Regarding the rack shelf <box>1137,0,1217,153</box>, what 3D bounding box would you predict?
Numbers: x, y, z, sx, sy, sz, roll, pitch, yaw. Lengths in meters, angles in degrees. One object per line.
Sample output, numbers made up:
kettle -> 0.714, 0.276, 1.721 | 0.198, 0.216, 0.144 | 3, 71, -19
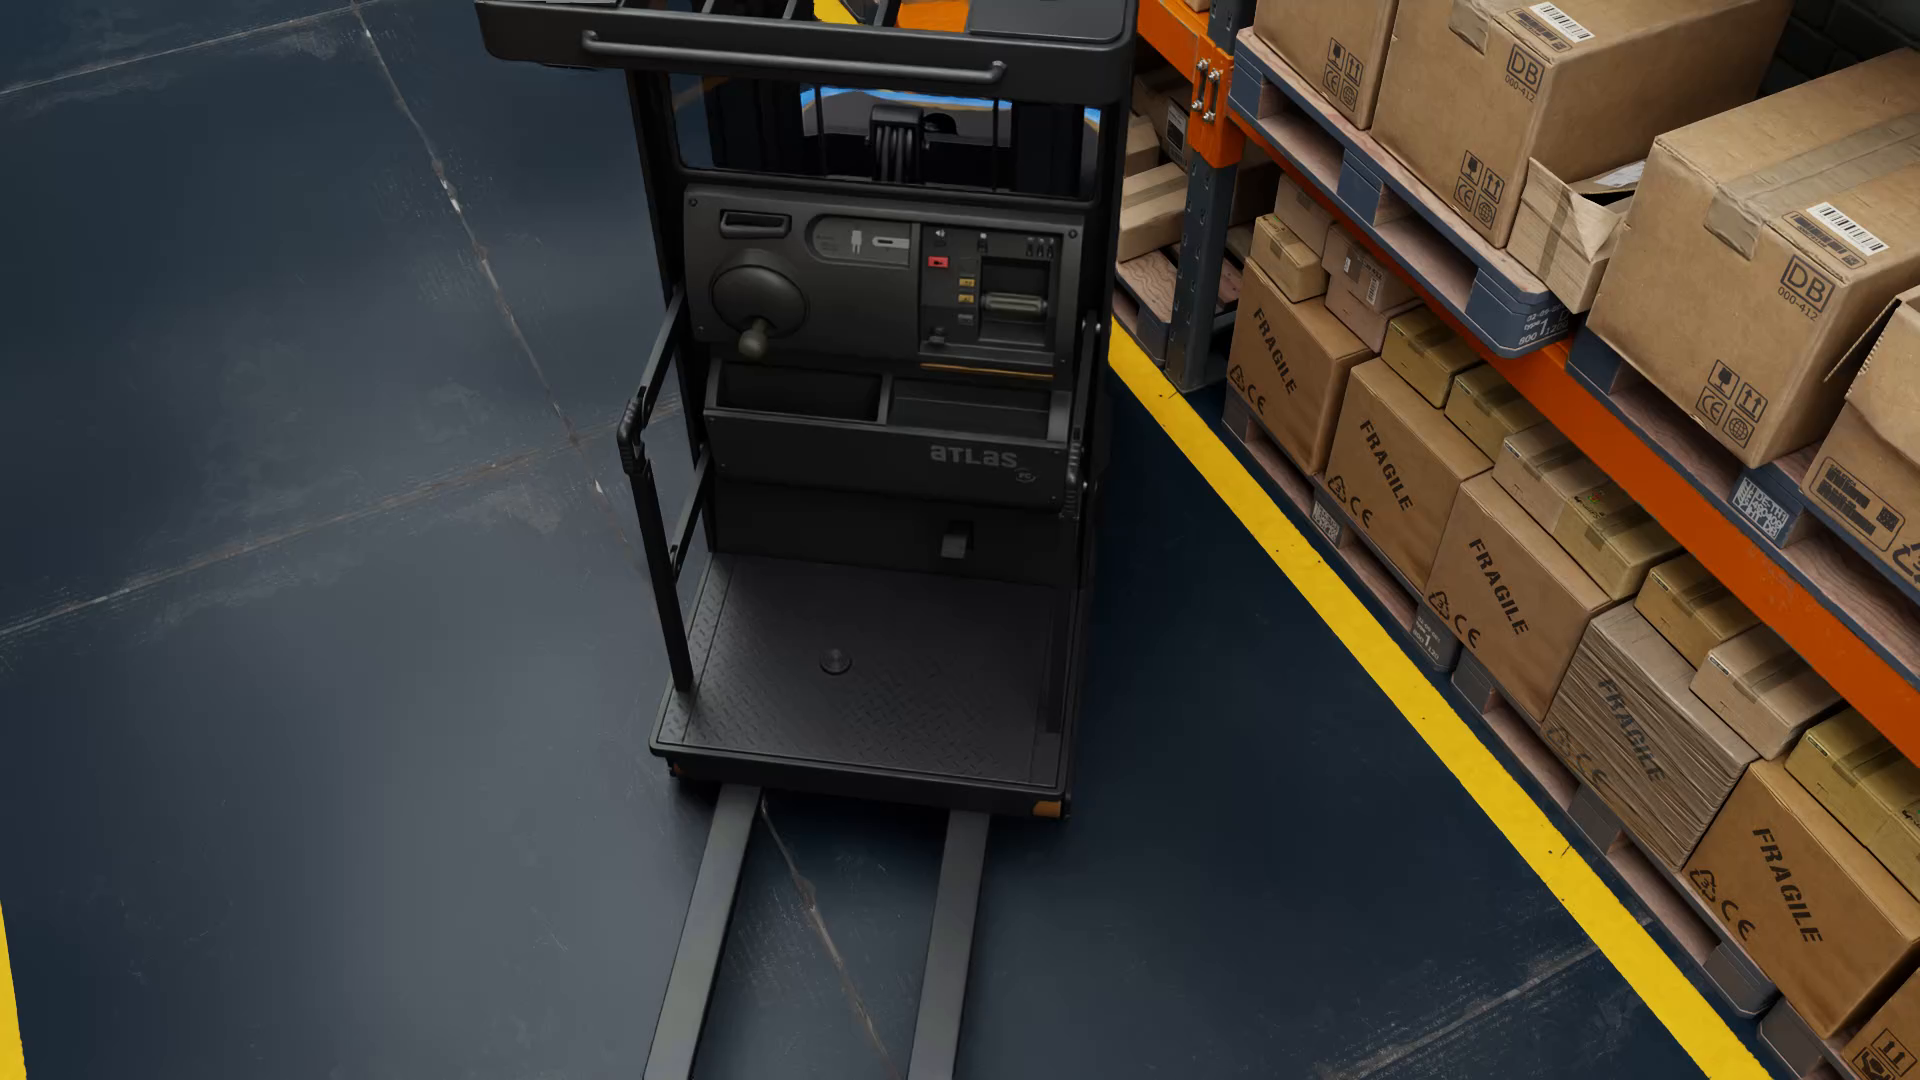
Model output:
rack shelf -> 0.260, -2.793, 6.178 | 1.077, 0.370, 4.000 | -21, 52, -18

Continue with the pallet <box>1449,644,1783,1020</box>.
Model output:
pallet -> 2.144, 0.576, 4.606 | 1.003, 0.211, 1.213 | -21, 52, -18

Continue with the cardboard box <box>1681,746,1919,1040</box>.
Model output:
cardboard box -> 2.160, 0.774, 3.962 | 0.500, 0.500, 0.500 | -19, 52, -16

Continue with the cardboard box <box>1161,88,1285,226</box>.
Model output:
cardboard box -> 1.083, -1.468, 6.048 | 0.500, 0.311, 0.500 | -19, 52, -16

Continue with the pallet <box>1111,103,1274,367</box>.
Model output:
pallet -> 0.862, -1.233, 6.189 | 1.003, 0.211, 1.213 | -21, 52, -18

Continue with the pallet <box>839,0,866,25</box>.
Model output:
pallet -> -0.254, -2.866, 7.617 | 1.003, 0.211, 1.213 | -21, 52, -18

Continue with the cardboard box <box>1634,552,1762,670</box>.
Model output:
cardboard box -> 1.906, 0.134, 4.090 | 0.380, 0.149, 0.250 | -21, 52, -17

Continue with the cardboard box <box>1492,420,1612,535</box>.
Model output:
cardboard box -> 1.645, -0.203, 4.386 | 0.380, 0.149, 0.250 | -21, 52, -18

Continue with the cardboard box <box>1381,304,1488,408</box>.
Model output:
cardboard box -> 1.426, -0.562, 4.699 | 0.380, 0.149, 0.250 | -24, 53, -19

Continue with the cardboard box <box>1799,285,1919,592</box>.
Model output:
cardboard box -> 2.095, -0.215, 3.098 | 0.797, 0.503, 0.637 | -22, 52, -18

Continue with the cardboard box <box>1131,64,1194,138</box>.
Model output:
cardboard box -> 0.885, -1.705, 6.363 | 0.380, 0.149, 0.250 | -22, 52, -18

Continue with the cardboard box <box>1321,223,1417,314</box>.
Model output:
cardboard box -> 1.265, -0.829, 4.735 | 0.380, 0.149, 0.250 | -24, 53, -19

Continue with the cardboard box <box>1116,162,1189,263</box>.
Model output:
cardboard box -> 0.660, -1.163, 5.889 | 0.380, 0.149, 0.250 | -23, 53, -19

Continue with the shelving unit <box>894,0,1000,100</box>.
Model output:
shelving unit -> -0.050, -1.275, 5.568 | 0.258, 1.200, 0.503 | -10, 50, -8

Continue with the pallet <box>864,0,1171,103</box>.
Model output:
pallet -> 0.300, -2.051, 6.904 | 1.003, 0.211, 1.213 | -21, 52, -18

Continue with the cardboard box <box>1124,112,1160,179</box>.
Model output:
cardboard box -> 0.496, -1.440, 6.054 | 0.396, 0.266, 0.258 | -19, 52, -16

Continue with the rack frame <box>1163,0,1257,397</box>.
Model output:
rack frame -> 1.176, -1.691, 4.737 | 1.000, 3.000, 0.127 | -21, 52, -18

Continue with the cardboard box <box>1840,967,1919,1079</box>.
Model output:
cardboard box -> 2.402, 1.123, 3.657 | 0.500, 0.500, 0.500 | -22, 52, -18

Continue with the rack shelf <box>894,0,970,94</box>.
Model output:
rack shelf -> -0.050, -1.534, 5.273 | 0.258, 0.148, 0.480 | -10, 50, -8

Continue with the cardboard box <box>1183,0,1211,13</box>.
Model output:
cardboard box -> 0.805, -1.735, 4.942 | 0.380, 0.149, 0.250 | -21, 52, -17

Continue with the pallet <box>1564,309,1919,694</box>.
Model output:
pallet -> 2.112, -0.251, 3.604 | 1.003, 0.211, 1.213 | -21, 52, -18

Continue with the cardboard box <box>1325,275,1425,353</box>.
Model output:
cardboard box -> 1.299, -0.730, 4.846 | 0.380, 0.149, 0.250 | -22, 53, -19

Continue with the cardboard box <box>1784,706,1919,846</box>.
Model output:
cardboard box -> 2.126, 0.491, 3.778 | 0.380, 0.149, 0.250 | -22, 52, -18

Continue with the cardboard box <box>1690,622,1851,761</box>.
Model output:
cardboard box -> 1.973, 0.316, 3.931 | 0.380, 0.149, 0.250 | -23, 53, -19

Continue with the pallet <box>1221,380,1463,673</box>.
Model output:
pallet -> 1.581, -0.242, 5.321 | 1.003, 0.211, 1.213 | -21, 52, -18

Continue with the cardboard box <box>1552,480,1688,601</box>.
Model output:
cardboard box -> 1.756, -0.036, 4.240 | 0.380, 0.149, 0.250 | -19, 52, -16

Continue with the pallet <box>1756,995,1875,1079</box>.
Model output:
pallet -> 2.698, 1.391, 3.893 | 1.003, 0.211, 1.213 | -21, 52, -18

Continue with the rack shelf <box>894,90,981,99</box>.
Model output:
rack shelf -> -0.050, -1.378, 5.451 | 0.258, 0.148, 0.480 | -10, 50, -8

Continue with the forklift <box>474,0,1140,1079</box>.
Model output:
forklift -> -0.210, -0.492, 3.733 | 1.130, 2.935, 3.031 | 6, 49, 5

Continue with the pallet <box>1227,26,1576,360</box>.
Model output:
pallet -> 1.444, -1.056, 4.308 | 1.003, 0.211, 1.213 | -21, 52, -18

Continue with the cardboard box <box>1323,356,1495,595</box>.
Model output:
cardboard box -> 1.449, -0.252, 4.860 | 0.500, 0.500, 0.500 | -22, 52, -18

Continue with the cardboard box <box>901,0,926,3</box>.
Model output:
cardboard box -> 0.050, -2.268, 6.623 | 0.500, 0.500, 0.500 | -20, 52, -17

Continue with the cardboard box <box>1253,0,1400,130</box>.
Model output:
cardboard box -> 1.198, -1.462, 4.190 | 0.700, 0.500, 0.500 | -20, 52, -17

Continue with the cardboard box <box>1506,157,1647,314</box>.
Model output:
cardboard box -> 1.470, -0.723, 3.700 | 0.396, 0.266, 0.258 | -19, 51, -16

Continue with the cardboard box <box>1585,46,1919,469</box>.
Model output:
cardboard box -> 1.794, -0.590, 3.428 | 0.700, 0.500, 0.500 | -21, 52, -18

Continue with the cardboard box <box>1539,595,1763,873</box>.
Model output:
cardboard box -> 1.906, 0.432, 4.261 | 0.500, 0.500, 0.500 | -23, 53, -19

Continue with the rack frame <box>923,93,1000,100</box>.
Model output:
rack frame -> 0.004, -1.096, 5.412 | 0.240, 1.200, 0.015 | -10, 50, -8

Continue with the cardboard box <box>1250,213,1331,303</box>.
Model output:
cardboard box -> 1.103, -0.888, 4.985 | 0.380, 0.149, 0.250 | -19, 51, -16

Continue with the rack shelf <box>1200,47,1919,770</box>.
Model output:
rack shelf -> 2.091, -0.116, 3.837 | 1.077, 0.370, 4.000 | -21, 52, -18

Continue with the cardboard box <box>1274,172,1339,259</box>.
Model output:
cardboard box -> 1.157, -1.007, 4.891 | 0.380, 0.149, 0.250 | -22, 52, -18

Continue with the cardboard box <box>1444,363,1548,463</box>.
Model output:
cardboard box -> 1.564, -0.383, 4.543 | 0.380, 0.149, 0.250 | -22, 52, -18

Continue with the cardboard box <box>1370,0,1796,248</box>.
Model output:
cardboard box -> 1.435, -1.115, 3.887 | 0.700, 0.500, 0.500 | -21, 52, -17

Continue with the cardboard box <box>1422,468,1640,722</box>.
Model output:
cardboard box -> 1.674, 0.083, 4.566 | 0.500, 0.500, 0.500 | -23, 53, -19

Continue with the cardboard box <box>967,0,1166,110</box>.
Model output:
cardboard box -> 0.372, -1.962, 6.354 | 0.700, 0.500, 0.500 | -23, 53, -19

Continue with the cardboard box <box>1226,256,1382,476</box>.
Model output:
cardboard box -> 1.197, -0.605, 5.168 | 0.500, 0.500, 0.500 | -19, 52, -16

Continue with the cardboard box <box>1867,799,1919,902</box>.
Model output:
cardboard box -> 2.241, 0.658, 3.633 | 0.380, 0.149, 0.250 | -20, 52, -16
